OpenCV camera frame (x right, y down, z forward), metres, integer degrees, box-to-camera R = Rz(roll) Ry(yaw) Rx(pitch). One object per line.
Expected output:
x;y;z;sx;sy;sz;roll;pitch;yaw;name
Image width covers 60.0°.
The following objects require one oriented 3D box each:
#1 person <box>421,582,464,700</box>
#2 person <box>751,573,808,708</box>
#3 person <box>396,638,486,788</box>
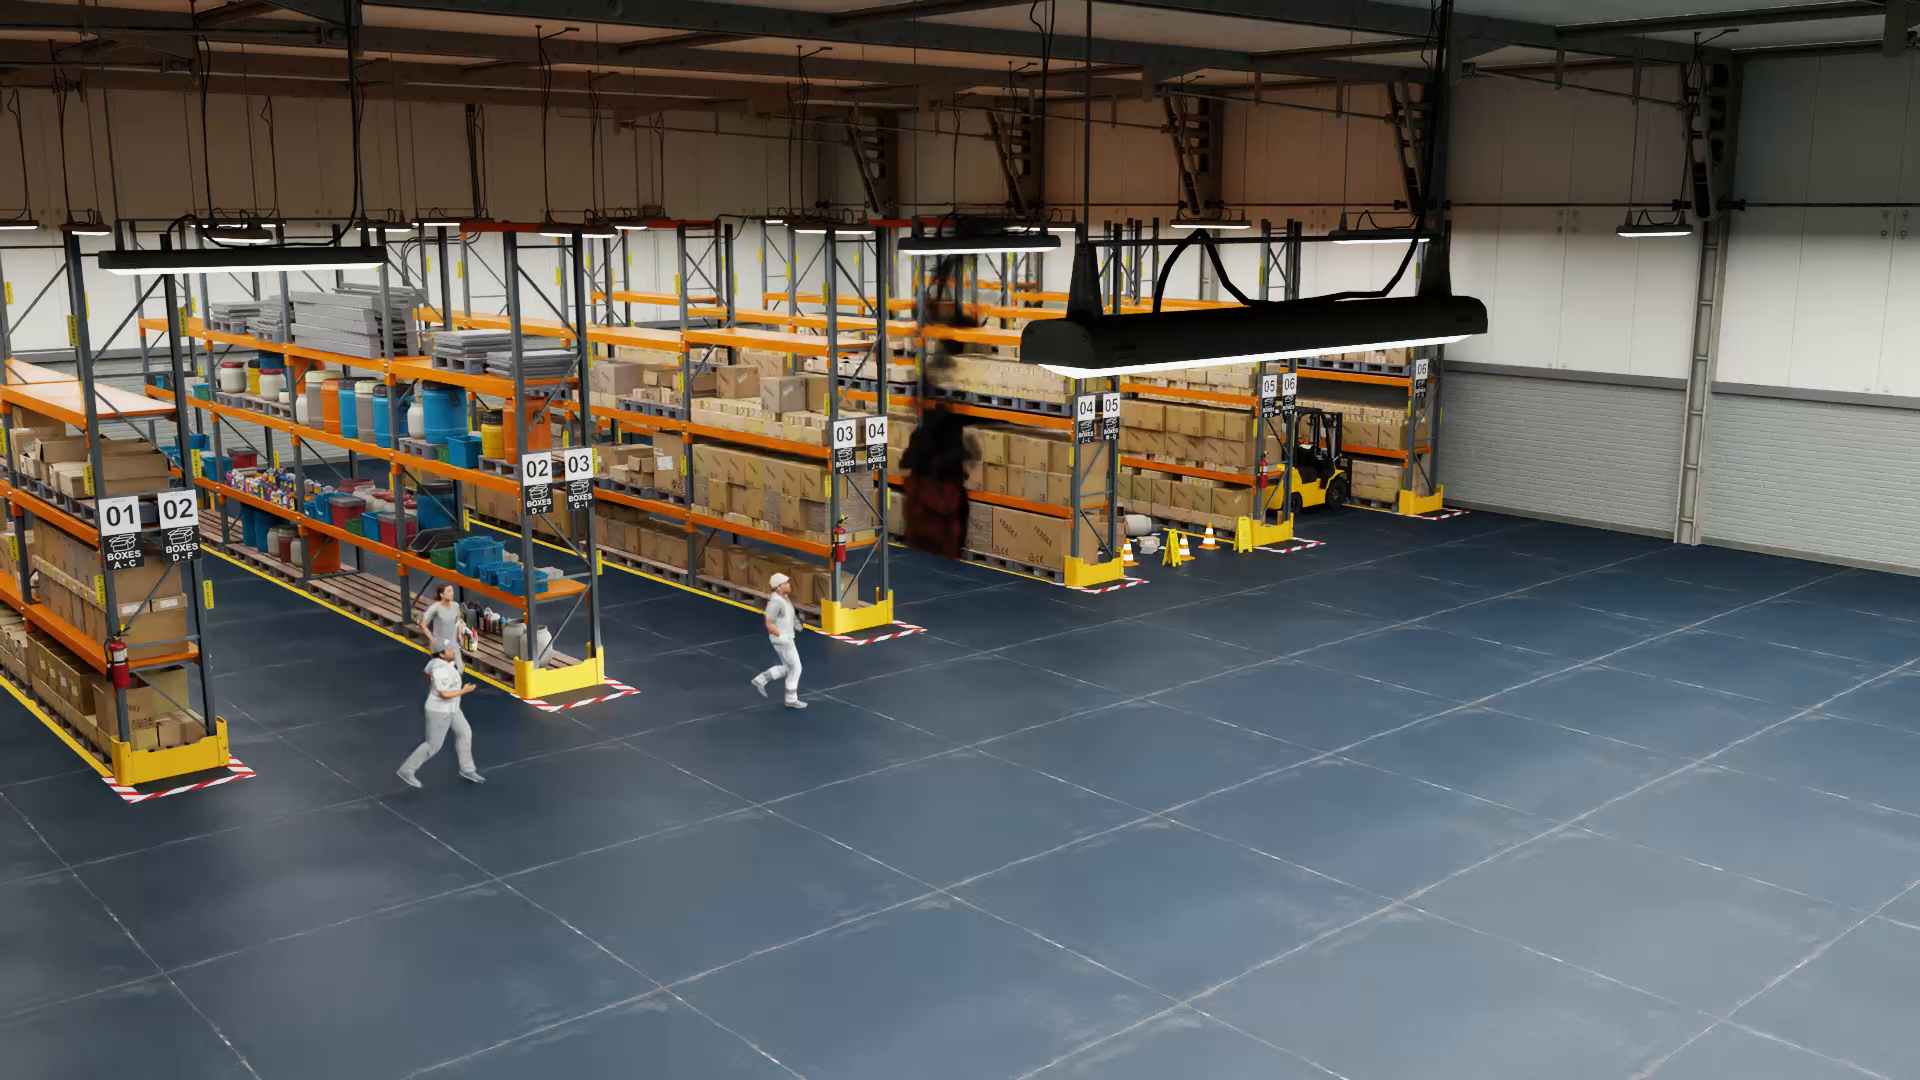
-6.550;1.337;21.212;0.527;1.617;0.616;10;15;40;person
-2.312;1.277;21.145;0.722;1.768;0.650;0;11;-1;person
-5.728;1.909;18.247;0.909;1.707;0.612;-2;12;-10;person
